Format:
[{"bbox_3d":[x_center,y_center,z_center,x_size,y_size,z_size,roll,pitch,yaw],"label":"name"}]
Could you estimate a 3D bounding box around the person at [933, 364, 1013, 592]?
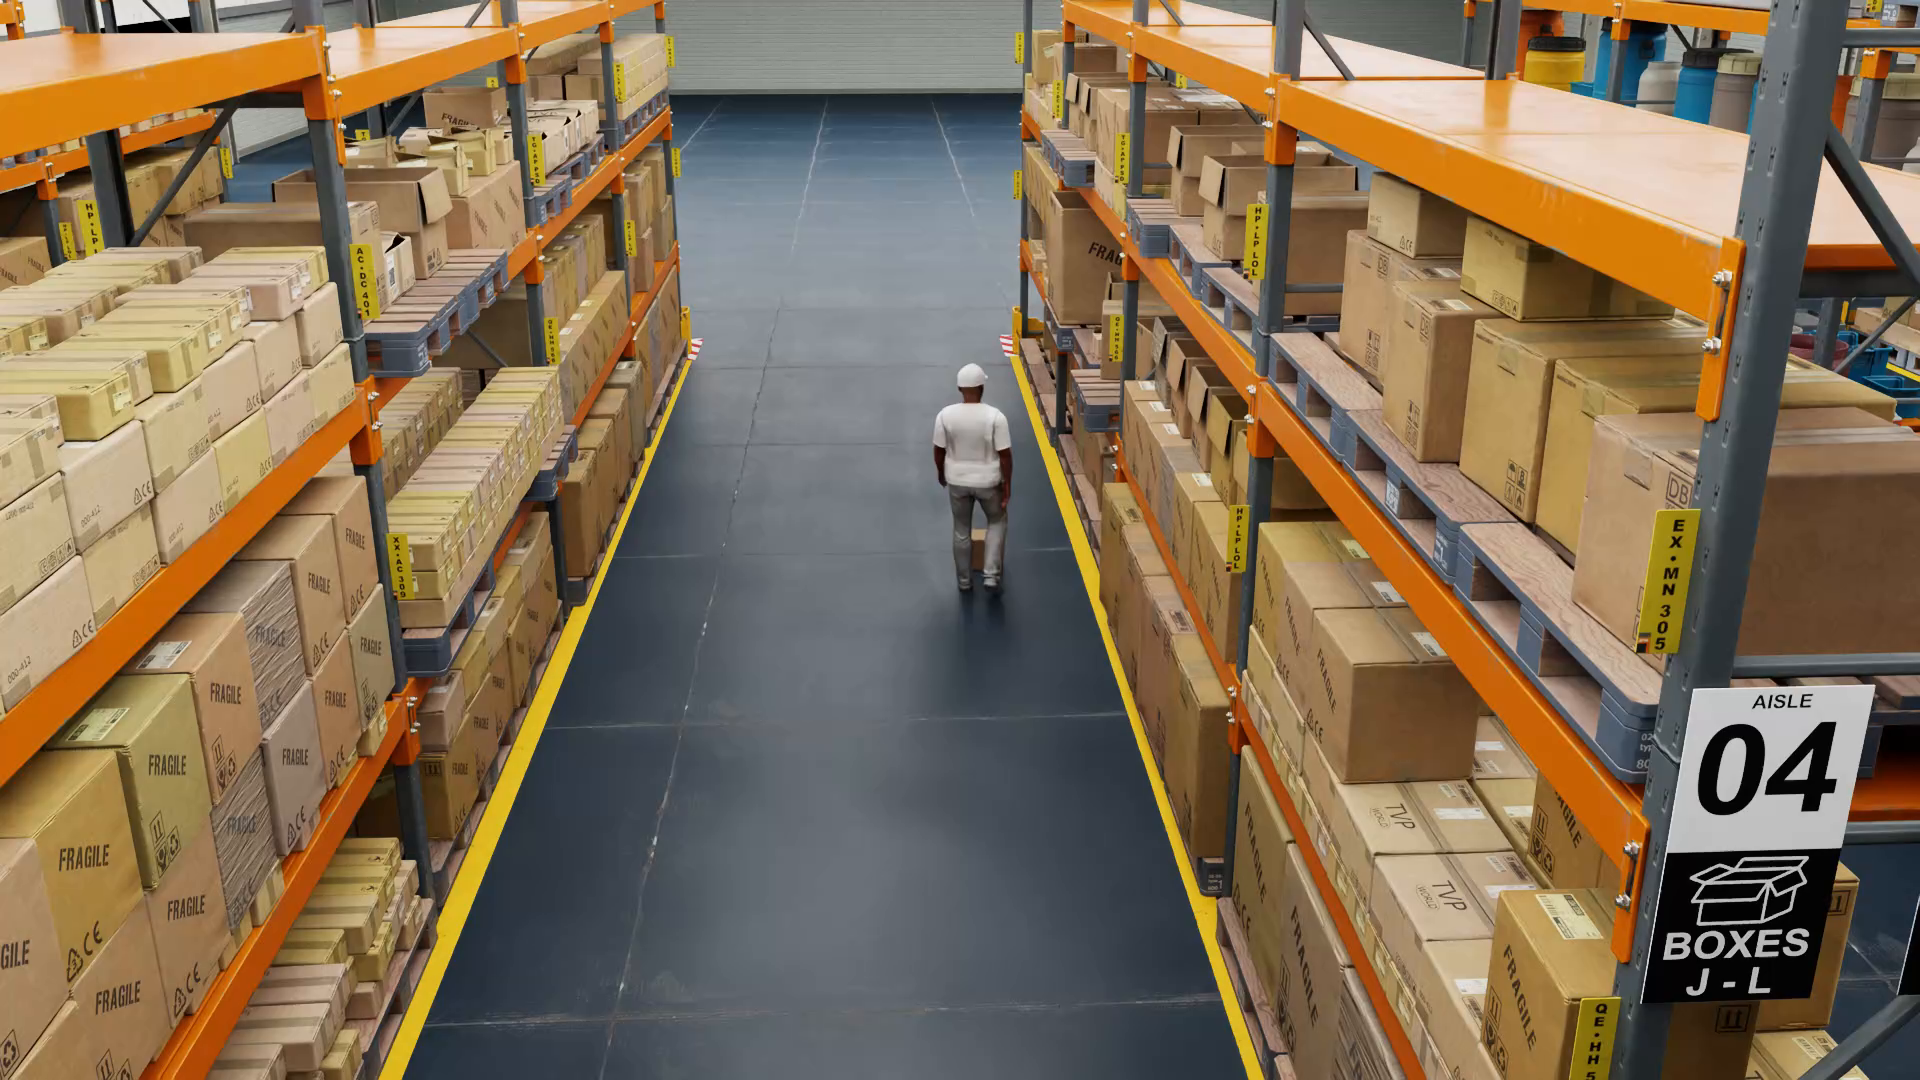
[{"bbox_3d":[0.109,-0.449,12.230,0.595,1.778,0.536,3,21,9],"label":"person"}]
